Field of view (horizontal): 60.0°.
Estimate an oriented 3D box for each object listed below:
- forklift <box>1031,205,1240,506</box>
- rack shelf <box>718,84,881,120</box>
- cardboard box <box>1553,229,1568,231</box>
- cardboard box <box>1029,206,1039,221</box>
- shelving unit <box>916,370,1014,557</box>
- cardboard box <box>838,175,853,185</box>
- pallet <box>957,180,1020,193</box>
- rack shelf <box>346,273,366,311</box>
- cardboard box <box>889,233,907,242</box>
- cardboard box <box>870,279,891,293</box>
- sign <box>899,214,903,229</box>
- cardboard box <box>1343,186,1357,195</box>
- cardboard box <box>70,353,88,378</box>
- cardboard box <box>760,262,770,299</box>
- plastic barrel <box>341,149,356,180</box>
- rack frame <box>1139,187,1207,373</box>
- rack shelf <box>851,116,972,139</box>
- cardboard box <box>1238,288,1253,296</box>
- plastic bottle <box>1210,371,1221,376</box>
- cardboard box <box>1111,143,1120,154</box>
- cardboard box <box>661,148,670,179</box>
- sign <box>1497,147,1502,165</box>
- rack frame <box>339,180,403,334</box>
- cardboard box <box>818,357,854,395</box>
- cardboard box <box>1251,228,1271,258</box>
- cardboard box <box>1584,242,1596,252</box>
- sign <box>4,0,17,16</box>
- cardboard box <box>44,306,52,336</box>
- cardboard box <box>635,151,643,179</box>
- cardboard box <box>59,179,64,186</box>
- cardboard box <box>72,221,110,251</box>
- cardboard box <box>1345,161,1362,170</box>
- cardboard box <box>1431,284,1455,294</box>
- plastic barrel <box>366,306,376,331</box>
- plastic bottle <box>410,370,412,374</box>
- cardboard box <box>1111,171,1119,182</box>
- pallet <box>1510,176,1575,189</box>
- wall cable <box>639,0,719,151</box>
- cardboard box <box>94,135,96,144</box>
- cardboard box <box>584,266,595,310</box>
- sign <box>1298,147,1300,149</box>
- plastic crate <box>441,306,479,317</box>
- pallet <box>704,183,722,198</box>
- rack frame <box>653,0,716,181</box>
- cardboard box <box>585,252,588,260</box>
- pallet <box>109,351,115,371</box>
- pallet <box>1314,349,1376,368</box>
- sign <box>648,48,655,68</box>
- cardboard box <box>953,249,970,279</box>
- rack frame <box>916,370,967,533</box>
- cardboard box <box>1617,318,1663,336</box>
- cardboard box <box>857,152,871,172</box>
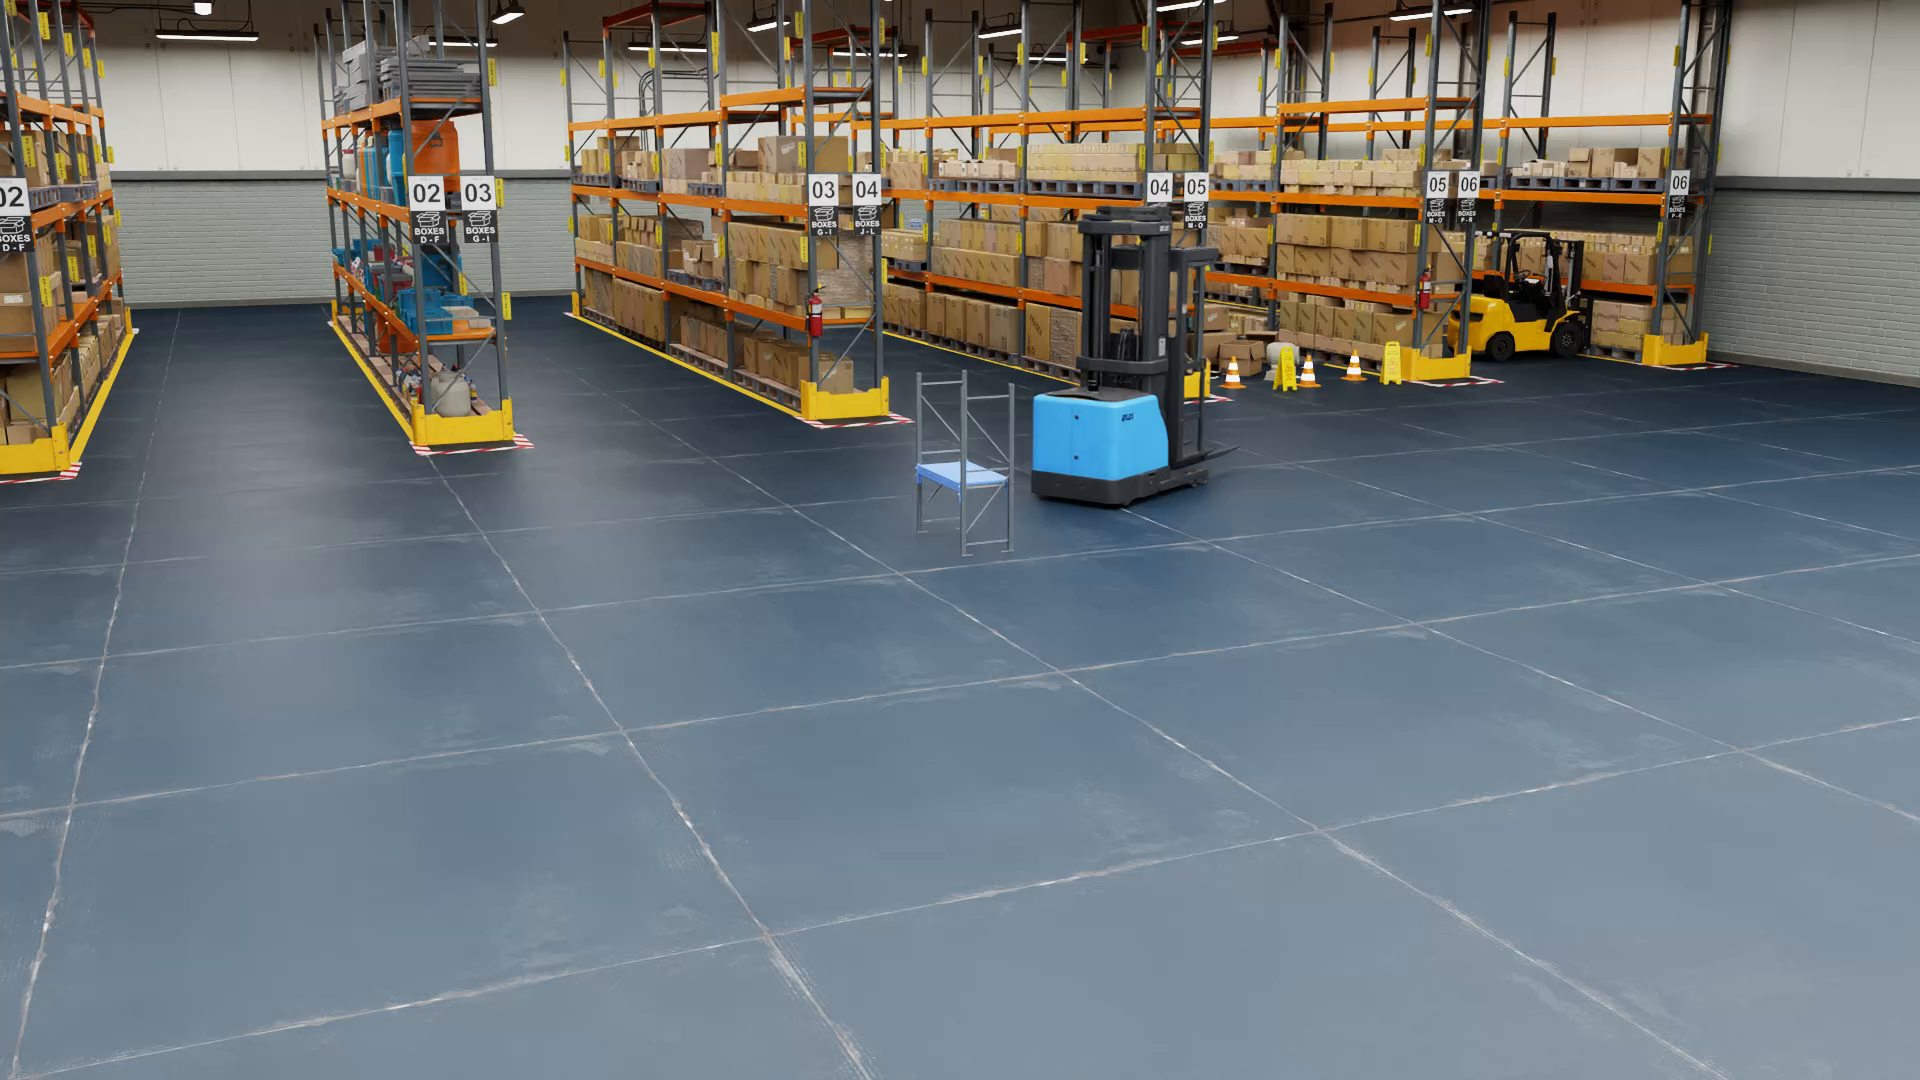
[{"bbox_3d":[2.009,-2.046,17.589,1.130,2.935,3.031,9,16,35],"label":"forklift"},{"bbox_3d":[-2.322,-6.110,23.295,1.077,0.370,4.000,-6,14,-23],"label":"rack shelf"},{"bbox_3d":[11.089,-5.659,30.727,0.380,0.149,0.250,-6,14,-23],"label":"cardboard box"},{"bbox_3d":[1.902,-7.319,37.780,0.500,0.500,0.500,-5,14,-22],"label":"cardboard box"},{"bbox_3d":[0.034,-0.713,15.005,0.538,1.500,1.048,-6,14,-23],"label":"shelving unit"},{"bbox_3d":[-1.420,-4.786,22.074,0.380,0.149,0.250,-6,14,-23],"label":"cardboard box"},{"bbox_3d":[0.617,-6.216,29.223,1.003,0.211,1.213,-5,14,-20],"label":"pallet"},{"bbox_3d":[-10.065,-4.394,29.179,1.077,0.370,4.000,-6,14,-23],"label":"rack shelf"},{"bbox_3d":[-1.162,-5.849,32.177,0.380,0.149,0.250,-6,14,-23],"label":"cardboard box"},{"bbox_3d":[-1.689,-5.208,34.049,0.500,0.250,0.500,-6,14,-25],"label":"cardboard box"},{"bbox_3d":[-1.236,-6.647,34.751,0.100,0.325,0.005,-6,14,-23],"label":"sign"},{"bbox_3d":[6.504,-5.722,27.225,0.380,0.149,0.250,-6,14,-24],"label":"cardboard box"},{"bbox_3d":[-12.335,-2.408,22.927,0.500,0.311,0.500,-6,14,-24],"label":"cardboard box"},{"bbox_3d":[-2.377,-3.740,23.875,0.875,0.500,0.500,-6,14,-23],"label":"cardboard box"},{"bbox_3d":[-10.885,-6.759,29.915,0.433,0.535,0.433,0,13,0],"label":"plastic barrel"},{"bbox_3d":[3.064,-3.553,23.950,1.000,3.000,0.127,-6,14,-23],"label":"rack frame"},{"bbox_3d":[-0.942,-7.997,32.326,1.077,0.370,4.000,-6,14,-23],"label":"rack shelf"},{"bbox_3d":[6.806,-5.854,39.281,0.380,0.149,0.250,-6,14,-25],"label":"cardboard box"},{"bbox_3d":[4.035,-2.669,26.645,0.133,0.061,0.283,-12,18,-42],"label":"plastic bottle"},{"bbox_3d":[2.417,-5.678,24.112,0.380,0.149,0.250,-5,14,-22],"label":"cardboard box"},{"bbox_3d":[-4.773,-6.412,28.320,0.500,0.500,0.500,-5,14,-22],"label":"cardboard box"},{"bbox_3d":[10.010,-7.112,30.830,0.100,0.325,0.005,-6,14,-23],"label":"sign"},{"bbox_3d":[-10.866,-5.158,30.883,1.000,3.000,0.127,-6,14,-23],"label":"rack frame"},{"bbox_3d":[-1.756,-2.243,22.903,0.500,0.500,0.500,-3,13,-13],"label":"cardboard box"},{"bbox_3d":[5.561,-5.320,29.773,0.500,0.500,0.500,-6,14,-24],"label":"cardboard box"},{"bbox_3d":[11.174,-5.144,29.163,0.380,0.149,0.250,-6,14,-23],"label":"cardboard box"},{"bbox_3d":[-10.088,-5.736,17.653,0.100,0.325,0.005,-6,14,-23],"label":"sign"},{"bbox_3d":[-11.397,-2.698,20.033,0.700,0.500,0.500,-5,14,-21],"label":"cardboard box"},{"bbox_3d":[-5.564,-6.915,30.664,0.797,0.503,0.637,-6,14,-24],"label":"cardboard box"},{"bbox_3d":[-13.344,-5.282,24.170,0.500,0.250,0.500,-5,14,-21],"label":"cardboard box"},{"bbox_3d":[-15.337,-5.370,29.360,0.500,0.500,0.500,-5,14,-21],"label":"cardboard box"},{"bbox_3d":[6.508,-6.106,27.114,0.380,0.149,0.250,-5,14,-22],"label":"cardboard box"},{"bbox_3d":[7.613,-3.988,26.384,0.380,0.149,0.250,-6,14,-23],"label":"cardboard box"},{"bbox_3d":[-10.380,-4.080,29.948,0.600,0.901,0.708,-6,14,-23],"label":"plastic barrel"},{"bbox_3d":[-7.684,-2.236,23.307,0.061,0.283,0.133,-6,14,-23],"label":"plastic bottle"},{"bbox_3d":[2.417,-5.289,24.200,0.380,0.149,0.250,-5,14,-22],"label":"cardboard box"},{"bbox_3d":[10.869,-6.541,30.403,1.003,0.211,1.213,-6,14,-23],"label":"pallet"},{"bbox_3d":[-7.037,-12.401,41.740,2.277,5.999,0.120,-6,14,-23],"label":"wall cable"},{"bbox_3d":[-15.912,-7.024,29.856,0.700,0.500,0.500,-6,14,-23],"label":"cardboard box"},{"bbox_3d":[-7.601,-5.476,36.039,0.875,0.875,0.875,-6,14,-23],"label":"cardboard box"},{"bbox_3d":[7.806,-8.905,38.403,0.100,0.325,0.005,-6,14,-23],"label":"sign"},{"bbox_3d":[-6.779,-3.064,22.421,0.530,0.136,0.437,-6,14,-23],"label":"plastic crate"},{"bbox_3d":[-3.273,-5.459,25.951,1.213,0.211,1.003,-6,14,-23],"label":"pallet"},{"bbox_3d":[-4.726,-7.702,28.569,1.000,3.000,0.127,-6,14,-23],"label":"rack frame"},{"bbox_3d":[-7.677,-5.994,35.053,0.380,0.149,0.250,-6,14,-24],"label":"cardboard box"},{"bbox_3d":[-14.553,-2.936,27.466,1.003,0.211,1.213,-6,14,-23],"label":"pallet"},{"bbox_3d":[6.751,-3.101,28.180,1.003,0.211,1.213,-6,14,-23],"label":"pallet"},{"bbox_3d":[-5.233,-8.183,28.226,0.100,0.325,0.005,-6,14,-23],"label":"sign"},{"bbox_3d":[0.200,-4.929,29.671,0.500,0.500,0.500,-6,14,-23],"label":"cardboard box"},{"bbox_3d":[-0.169,-0.818,15.459,0.500,1.500,0.032,-6,14,-23],"label":"rack frame"},{"bbox_3d":[11.624,-3.651,28.431,0.500,0.250,0.500,-6,14,-24],"label":"cardboard box"},{"bbox_3d":[-1.692,-7.659,33.884,0.700,0.500,0.500,-6,14,-23],"label":"cardboard box"}]
